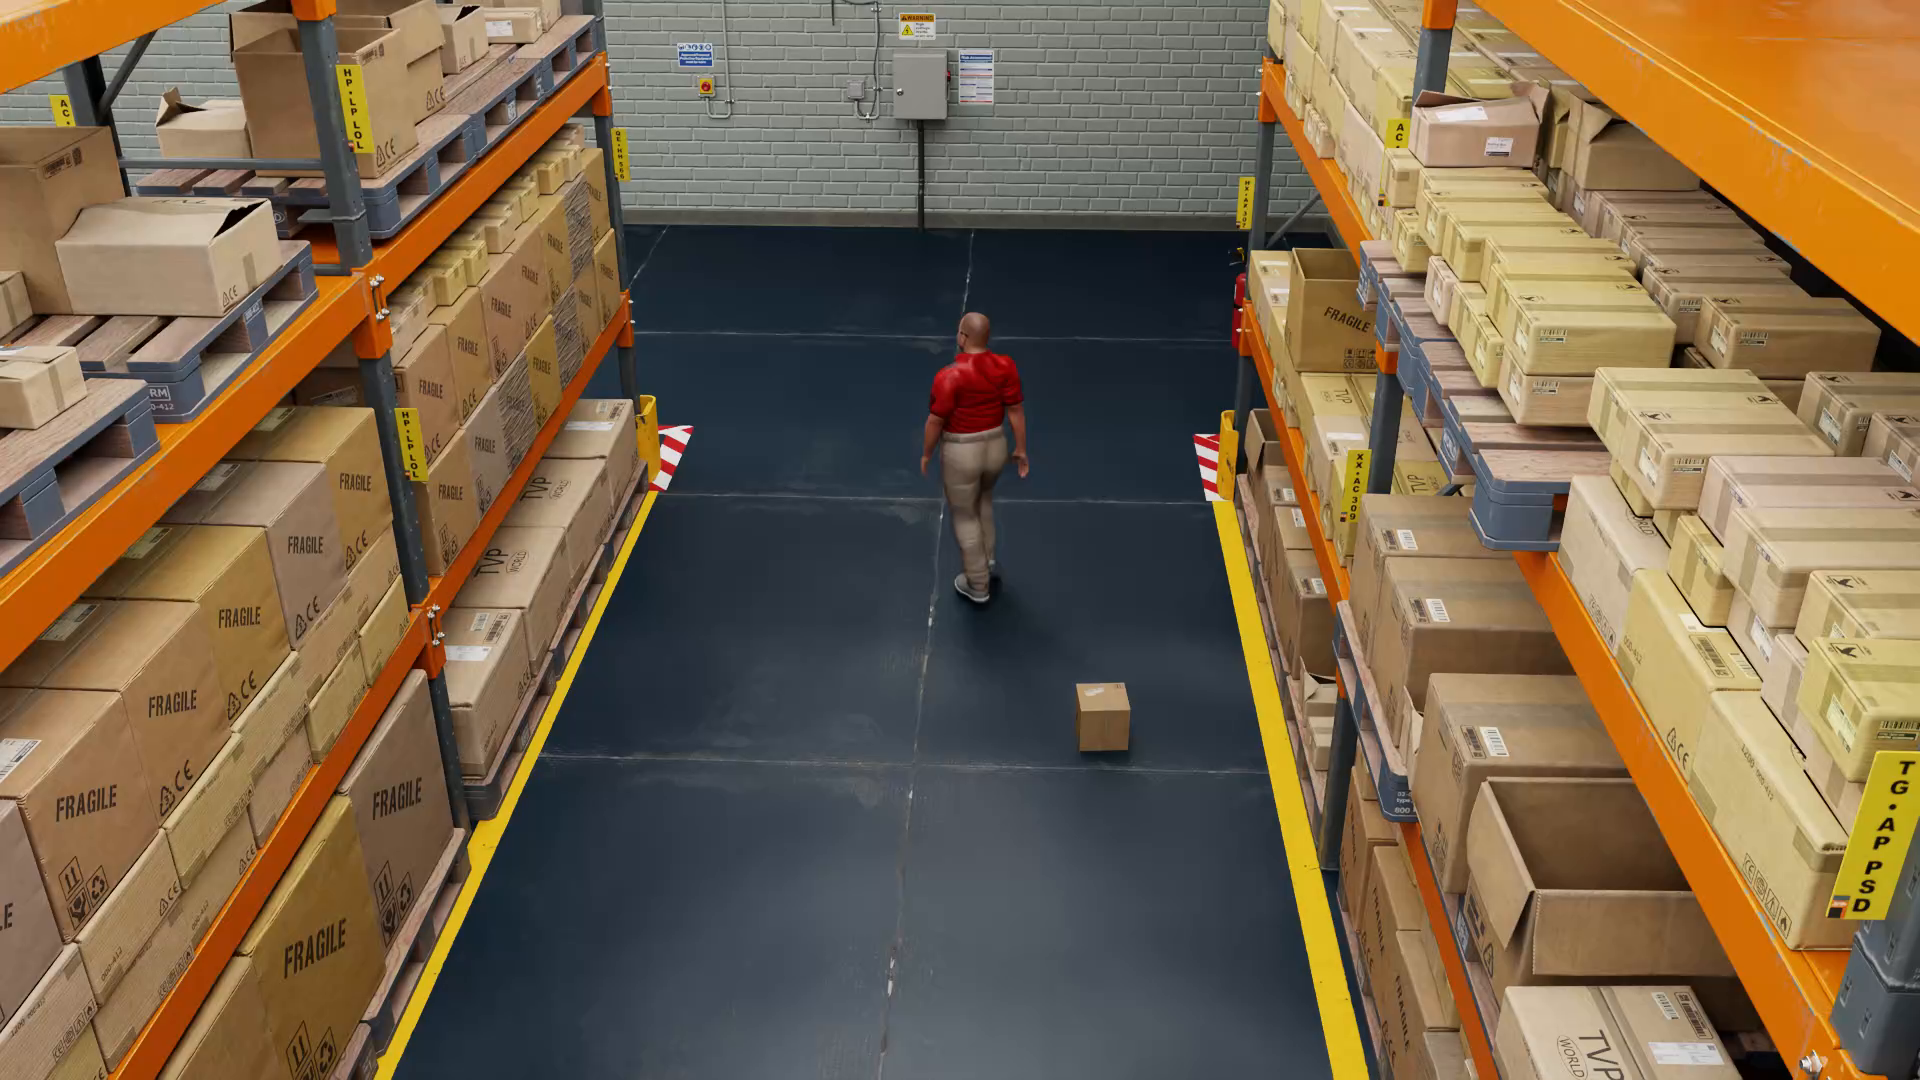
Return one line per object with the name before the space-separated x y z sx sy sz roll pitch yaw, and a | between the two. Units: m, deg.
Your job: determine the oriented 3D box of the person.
person | 0.071 -0.460 9.546 0.583 1.800 0.530 -16 32 -28
